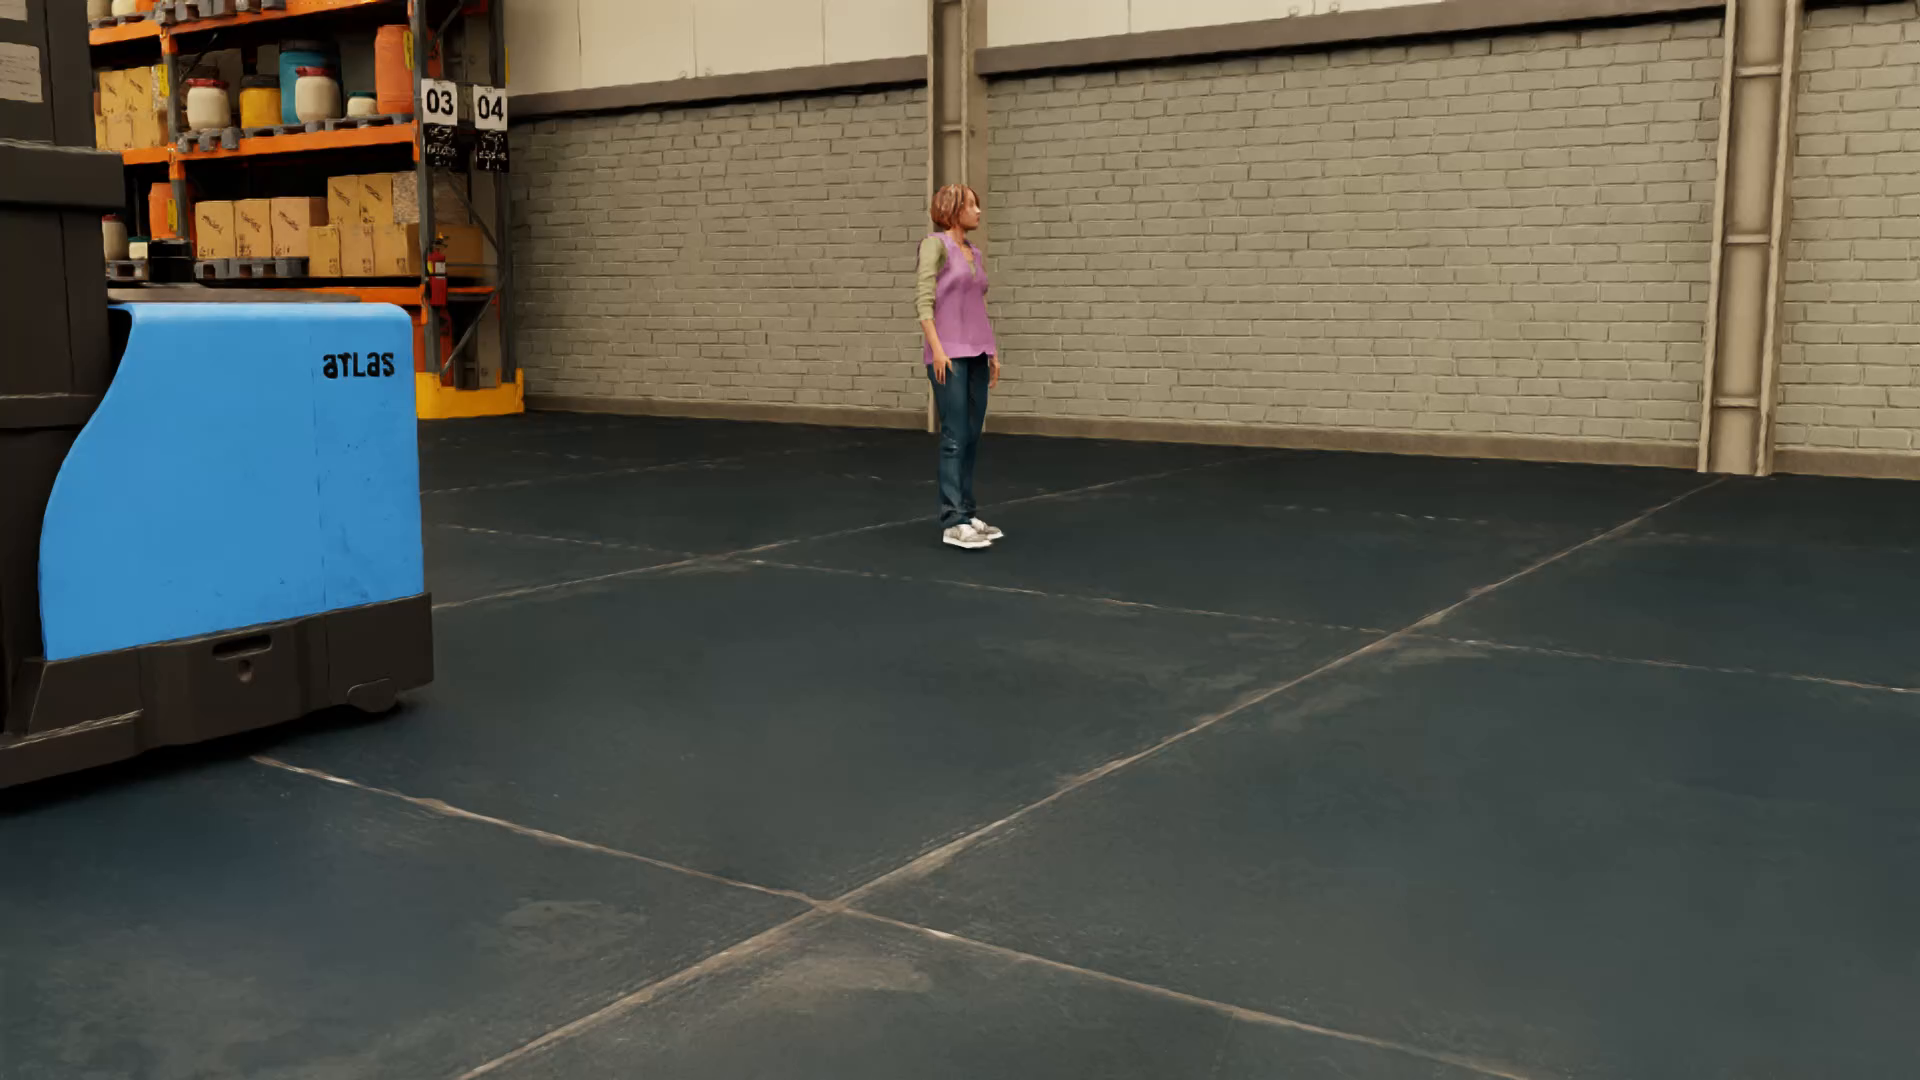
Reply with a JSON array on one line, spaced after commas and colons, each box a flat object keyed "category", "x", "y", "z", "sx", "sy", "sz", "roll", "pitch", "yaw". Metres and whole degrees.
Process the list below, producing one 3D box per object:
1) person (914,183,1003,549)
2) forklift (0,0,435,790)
[{"category": "person", "x": 0.054, "y": -0.781, "z": 7.439, "sx": 0.474, "sy": 1.578, "sz": 0.520, "roll": 5, "pitch": 10, "yaw": 34}, {"category": "forklift", "x": -2.628, "y": -0.868, "z": 3.293, "sx": 1.130, "sy": 2.935, "sz": 3.031, "roll": 5, "pitch": 10, "yaw": 32}]
